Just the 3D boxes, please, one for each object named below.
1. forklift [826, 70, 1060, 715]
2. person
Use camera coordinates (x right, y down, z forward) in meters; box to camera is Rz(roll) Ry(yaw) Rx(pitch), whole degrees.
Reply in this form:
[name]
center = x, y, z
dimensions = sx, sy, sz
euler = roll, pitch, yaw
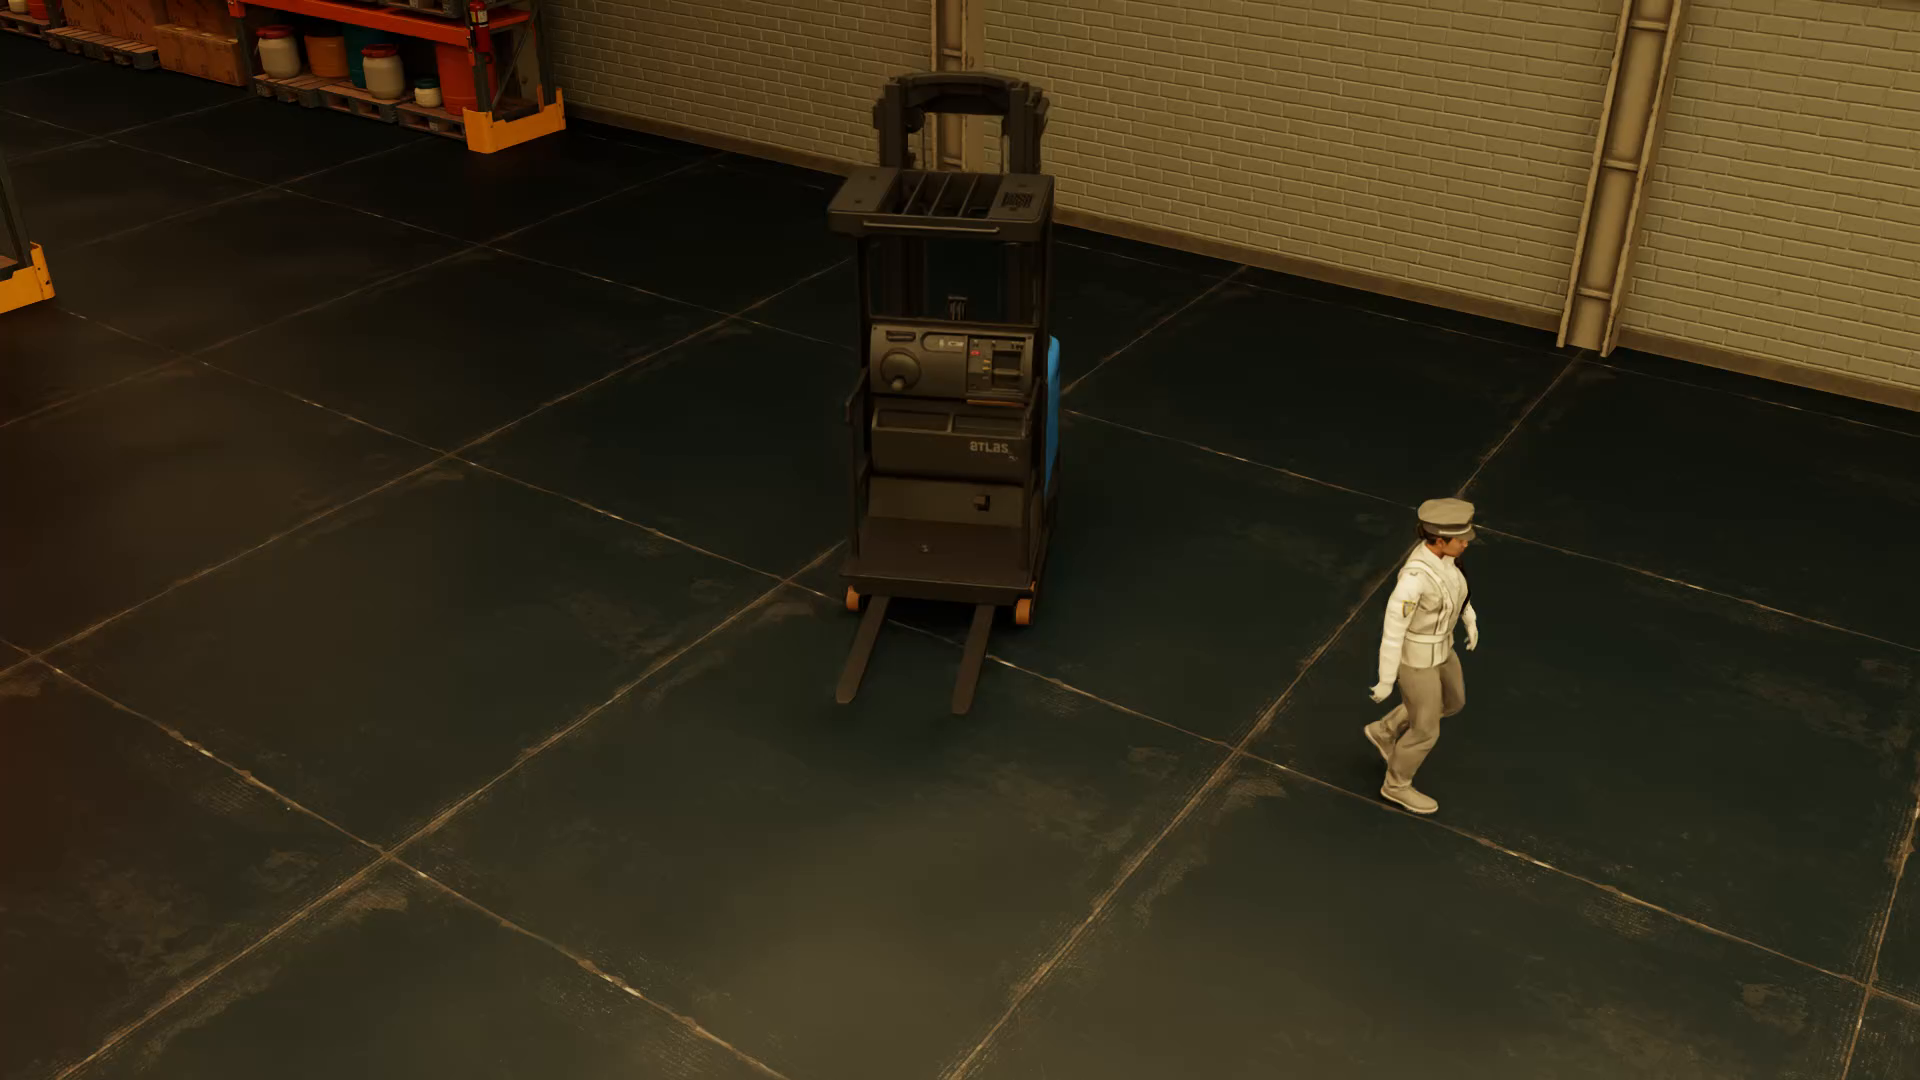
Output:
[forklift]
center = -0.079, -0.960, 9.235
dimensions = 1.130, 2.935, 3.031
euler = 4, 30, 8
[person]
center = 2.191, 0.544, 7.928
dimensions = 0.459, 1.650, 0.673
euler = 15, 33, 24
